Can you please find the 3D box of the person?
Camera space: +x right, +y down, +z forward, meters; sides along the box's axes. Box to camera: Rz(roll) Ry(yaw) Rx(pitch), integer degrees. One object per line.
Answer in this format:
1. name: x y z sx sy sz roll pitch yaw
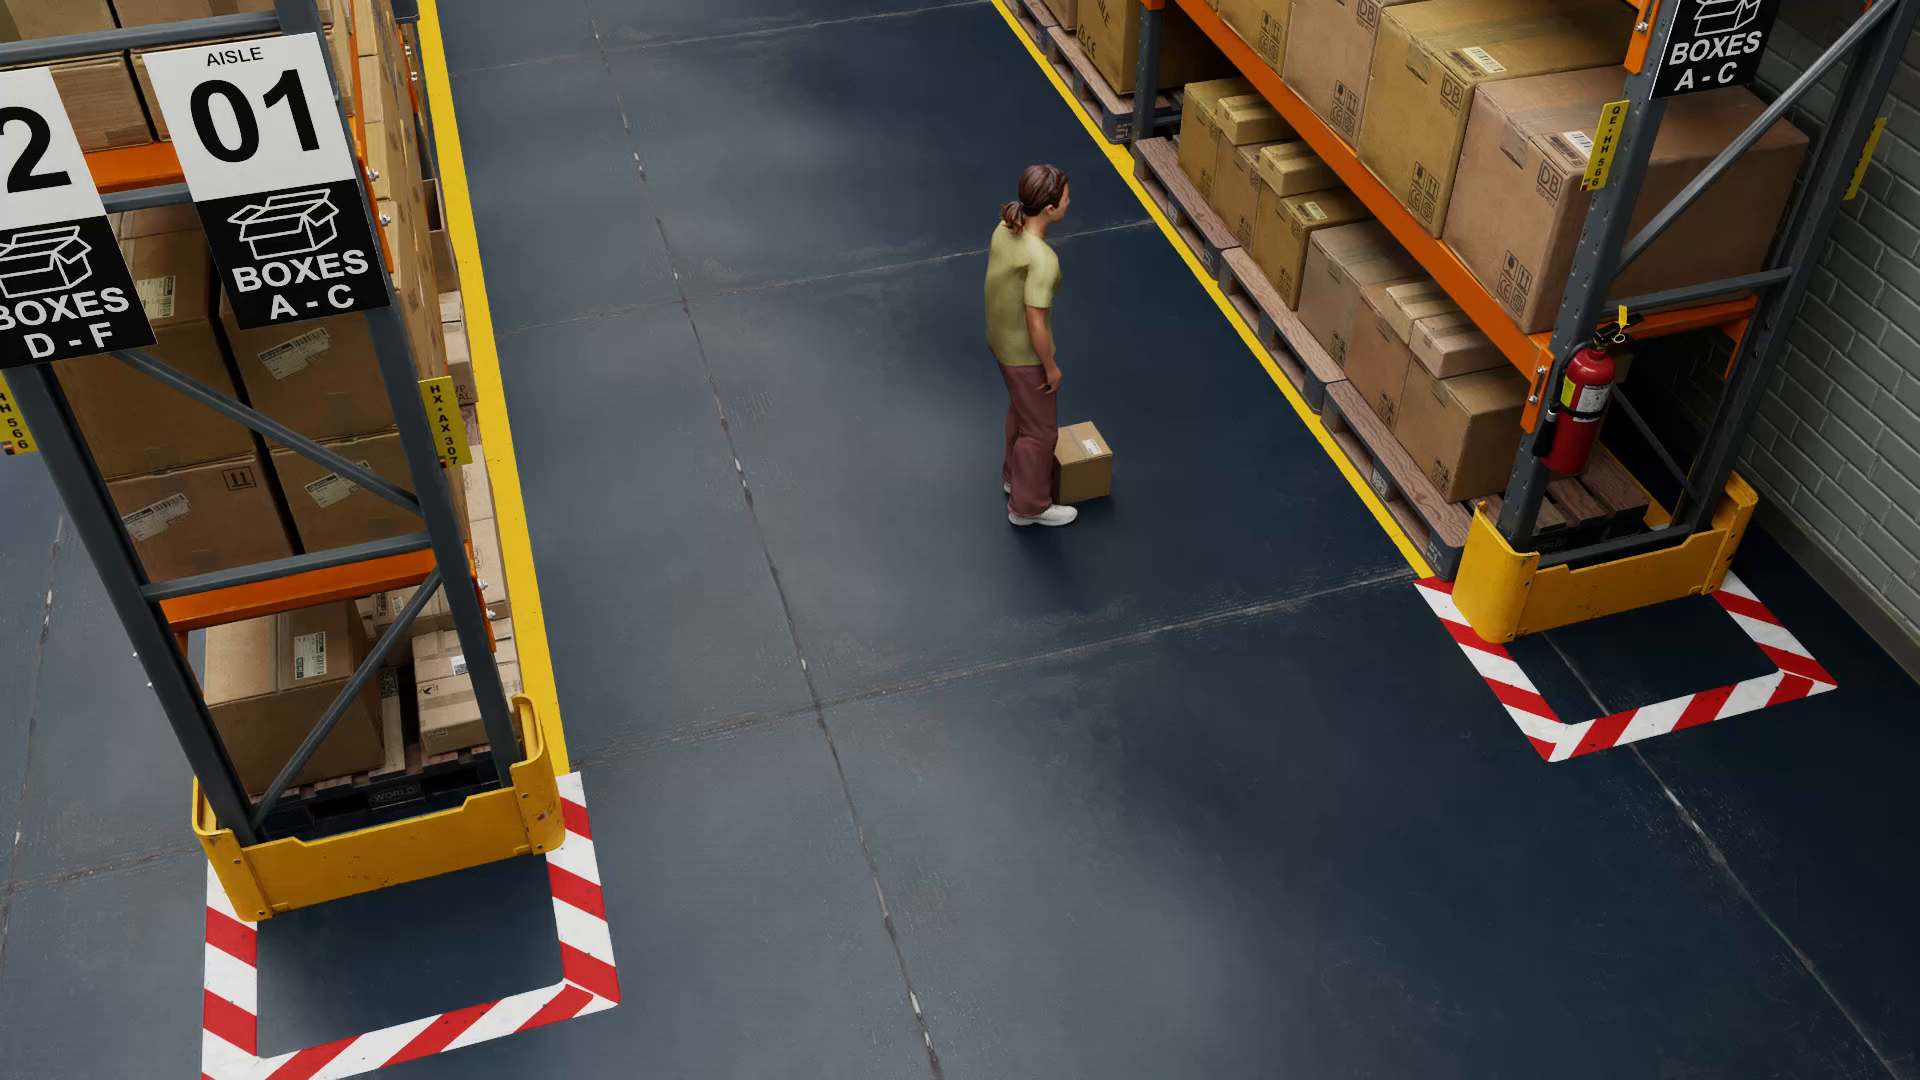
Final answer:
1. person: 0.319 -0.828 7.068 0.408 1.673 0.519 -14 44 -15
